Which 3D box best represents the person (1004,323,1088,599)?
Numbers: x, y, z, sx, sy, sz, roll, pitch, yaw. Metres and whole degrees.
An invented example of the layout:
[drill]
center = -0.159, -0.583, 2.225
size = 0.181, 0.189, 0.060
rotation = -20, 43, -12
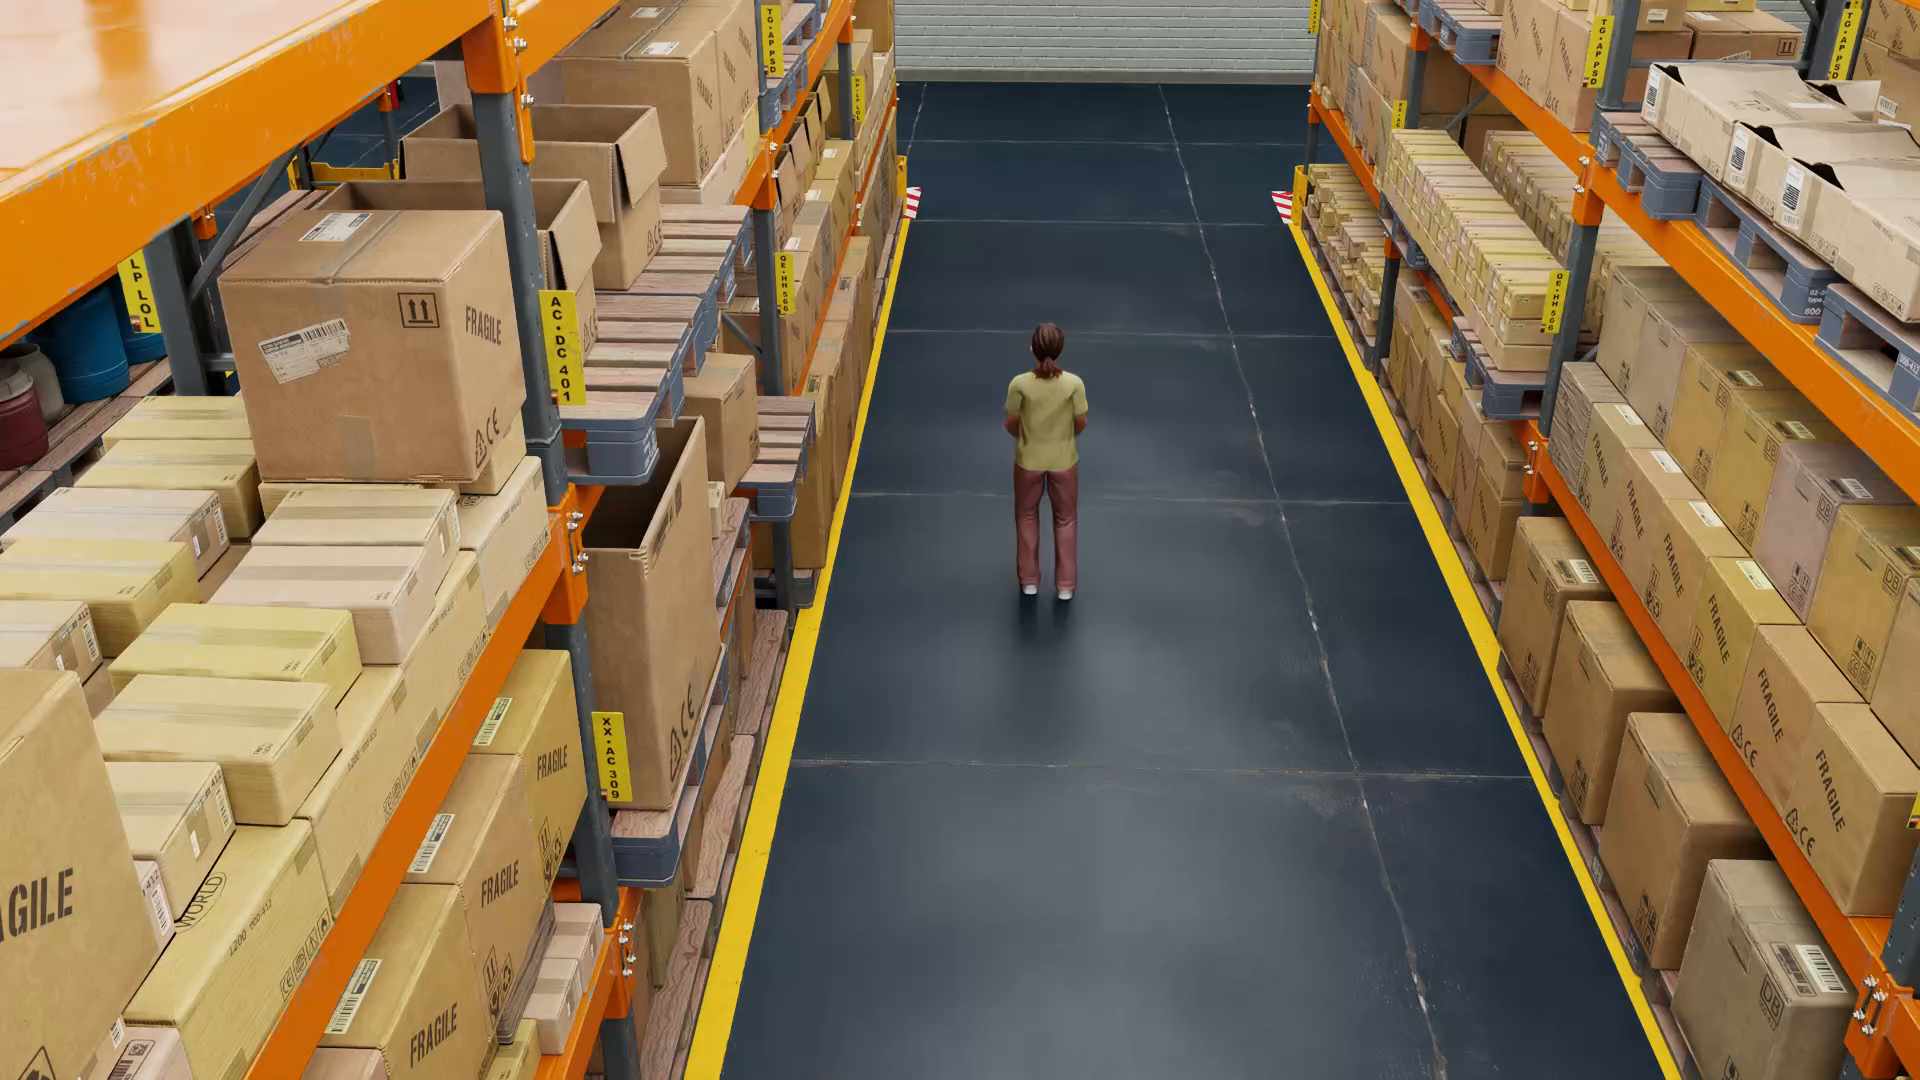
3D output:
[person]
center = 0.483, -0.452, 9.469
size = 0.466, 1.675, 0.452
rotation = 1, 28, 1
